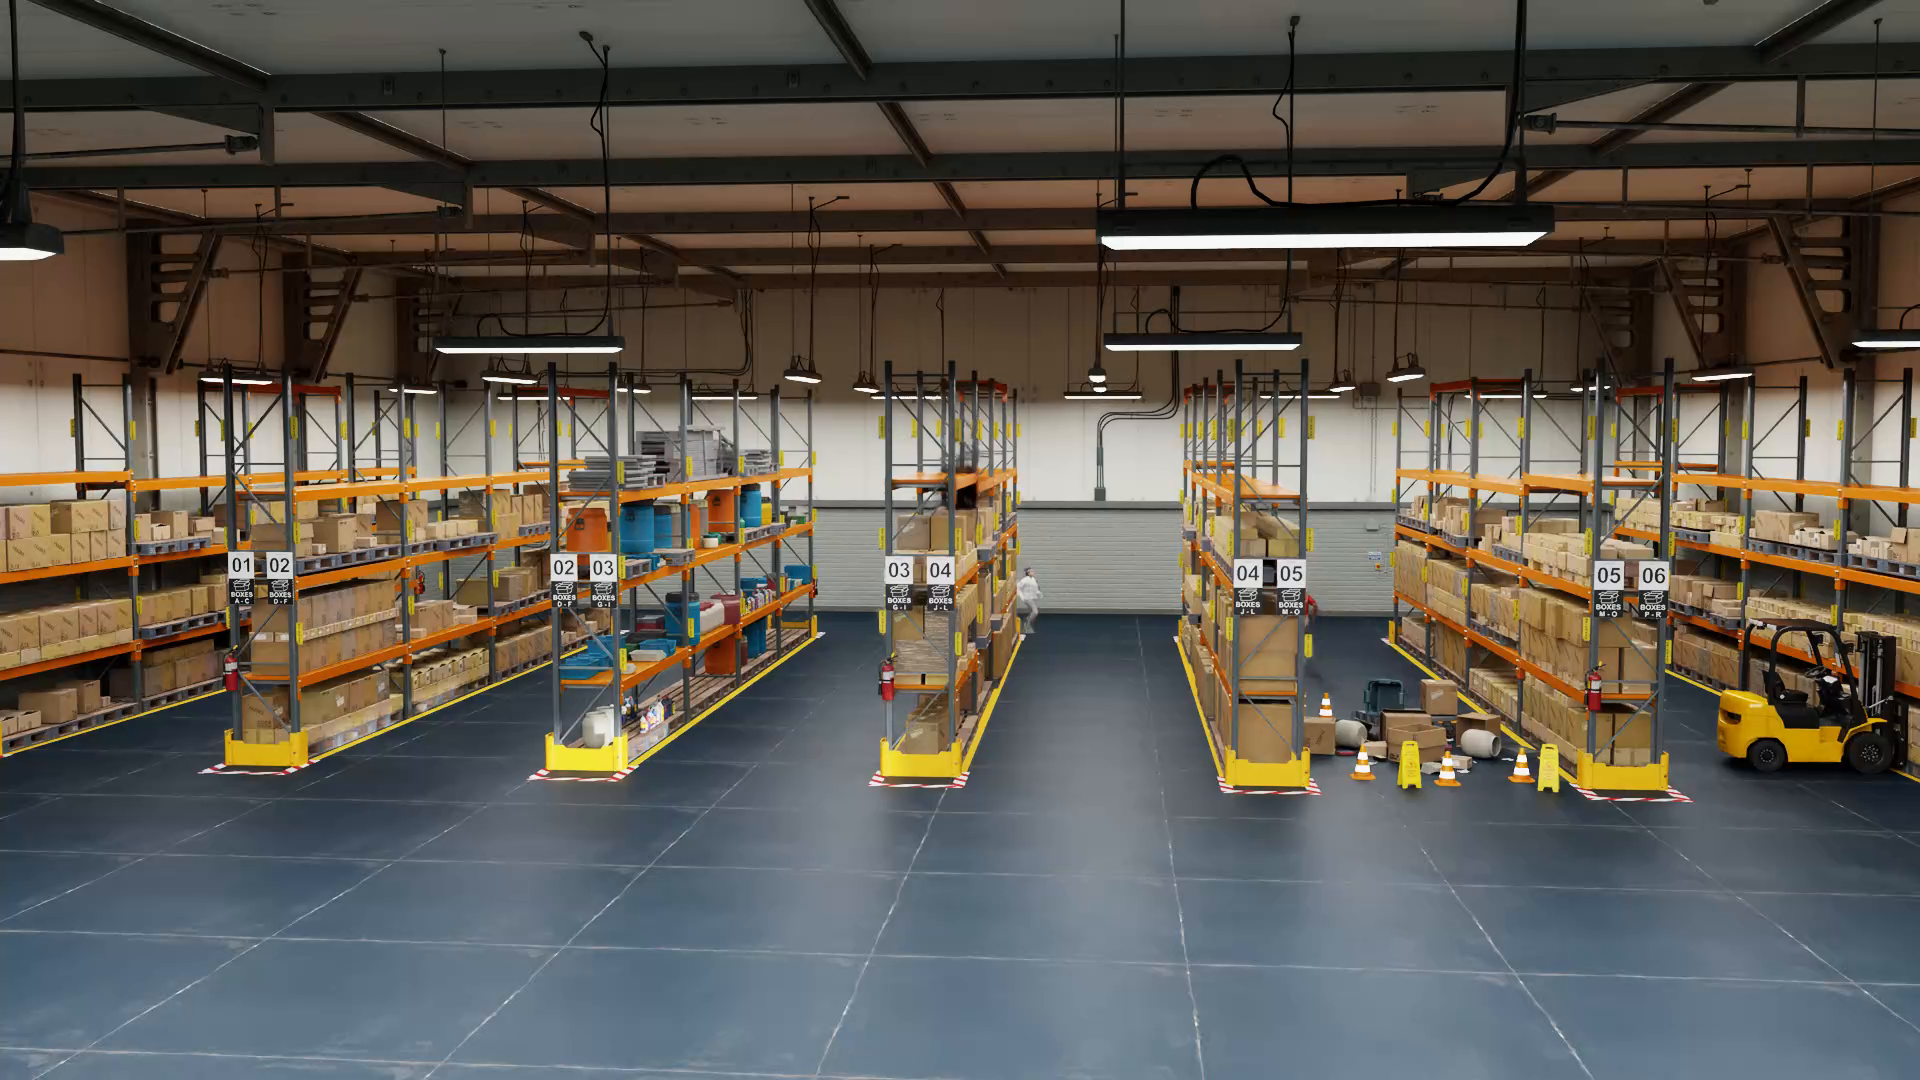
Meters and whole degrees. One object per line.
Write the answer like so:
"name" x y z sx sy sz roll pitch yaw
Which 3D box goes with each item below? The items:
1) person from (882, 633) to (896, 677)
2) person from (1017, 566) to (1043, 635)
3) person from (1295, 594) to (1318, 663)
"person" -1.282 1.970 32.892 0.659 1.732 0.622 0 4 -1
"person" 1.744 1.486 40.904 0.575 1.705 0.645 3 5 41
"person" 7.267 1.809 35.565 0.637 1.800 0.802 0 4 -6
